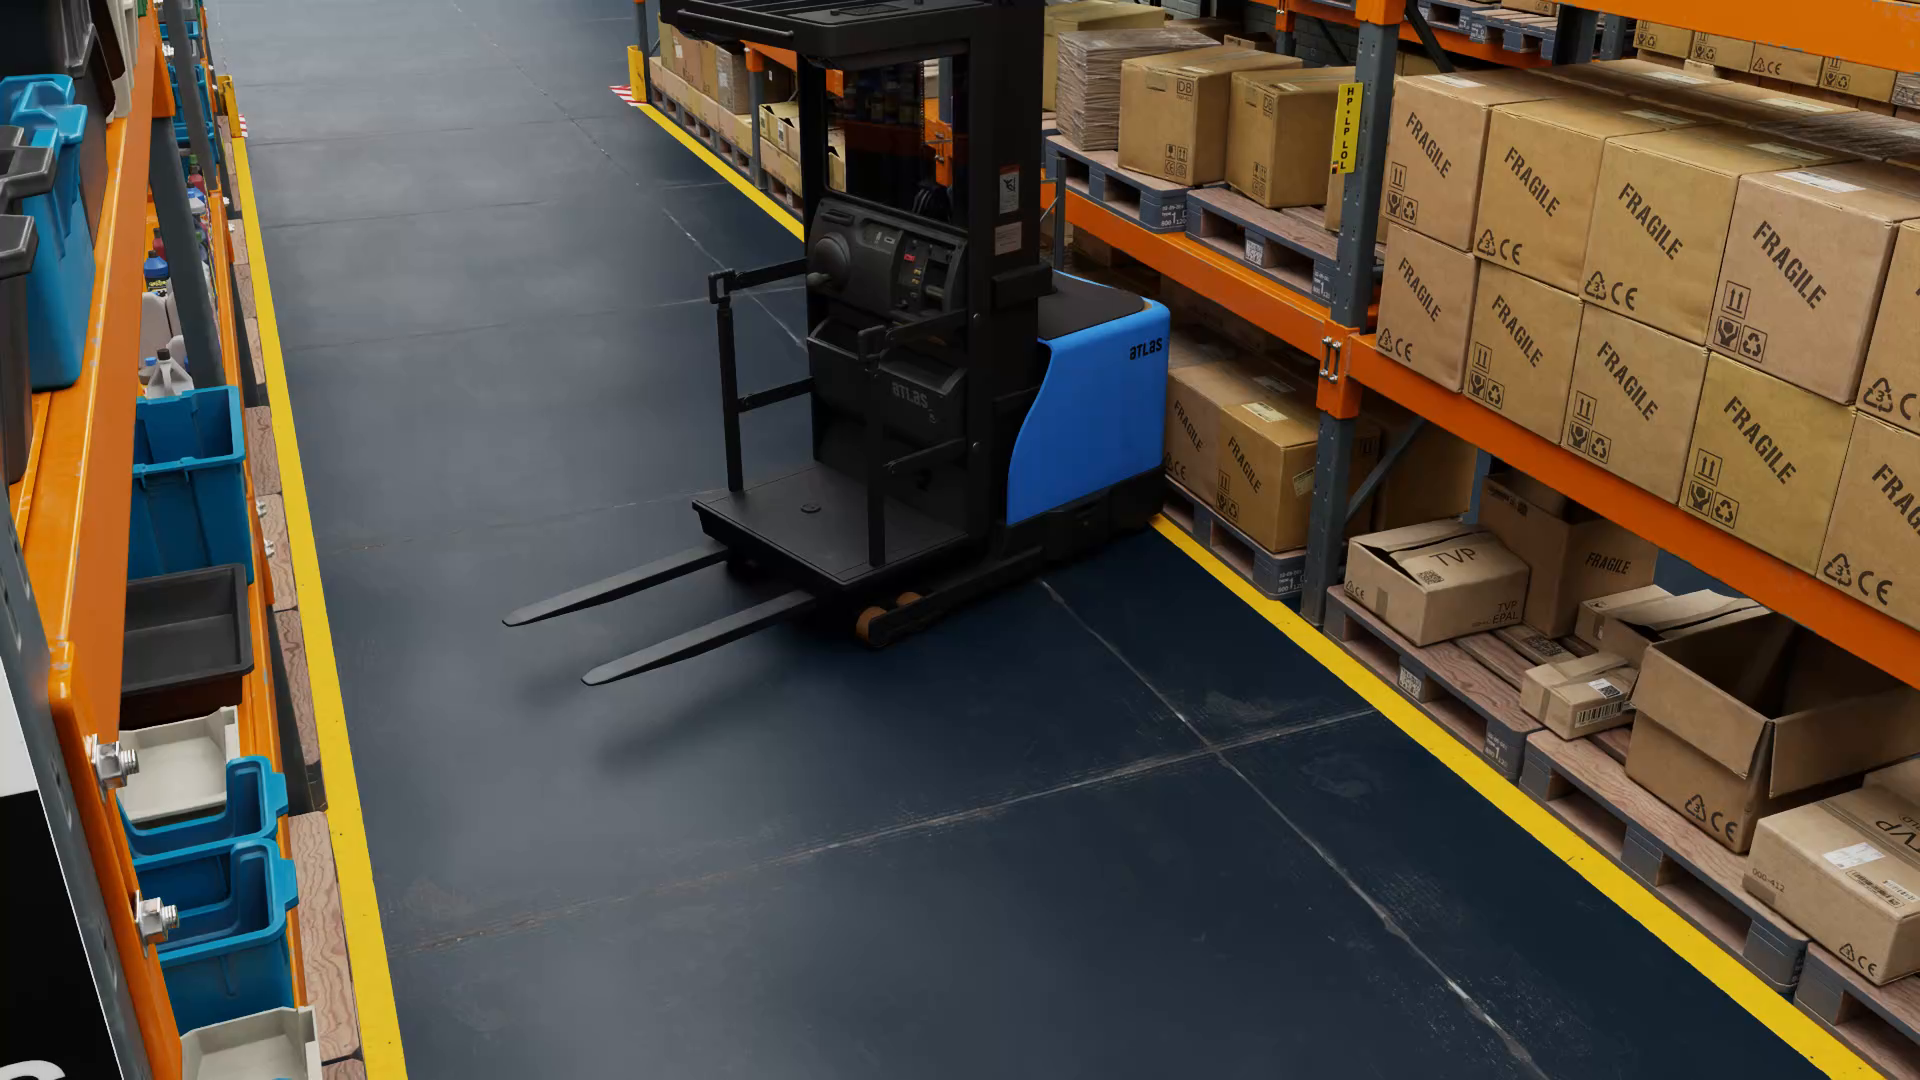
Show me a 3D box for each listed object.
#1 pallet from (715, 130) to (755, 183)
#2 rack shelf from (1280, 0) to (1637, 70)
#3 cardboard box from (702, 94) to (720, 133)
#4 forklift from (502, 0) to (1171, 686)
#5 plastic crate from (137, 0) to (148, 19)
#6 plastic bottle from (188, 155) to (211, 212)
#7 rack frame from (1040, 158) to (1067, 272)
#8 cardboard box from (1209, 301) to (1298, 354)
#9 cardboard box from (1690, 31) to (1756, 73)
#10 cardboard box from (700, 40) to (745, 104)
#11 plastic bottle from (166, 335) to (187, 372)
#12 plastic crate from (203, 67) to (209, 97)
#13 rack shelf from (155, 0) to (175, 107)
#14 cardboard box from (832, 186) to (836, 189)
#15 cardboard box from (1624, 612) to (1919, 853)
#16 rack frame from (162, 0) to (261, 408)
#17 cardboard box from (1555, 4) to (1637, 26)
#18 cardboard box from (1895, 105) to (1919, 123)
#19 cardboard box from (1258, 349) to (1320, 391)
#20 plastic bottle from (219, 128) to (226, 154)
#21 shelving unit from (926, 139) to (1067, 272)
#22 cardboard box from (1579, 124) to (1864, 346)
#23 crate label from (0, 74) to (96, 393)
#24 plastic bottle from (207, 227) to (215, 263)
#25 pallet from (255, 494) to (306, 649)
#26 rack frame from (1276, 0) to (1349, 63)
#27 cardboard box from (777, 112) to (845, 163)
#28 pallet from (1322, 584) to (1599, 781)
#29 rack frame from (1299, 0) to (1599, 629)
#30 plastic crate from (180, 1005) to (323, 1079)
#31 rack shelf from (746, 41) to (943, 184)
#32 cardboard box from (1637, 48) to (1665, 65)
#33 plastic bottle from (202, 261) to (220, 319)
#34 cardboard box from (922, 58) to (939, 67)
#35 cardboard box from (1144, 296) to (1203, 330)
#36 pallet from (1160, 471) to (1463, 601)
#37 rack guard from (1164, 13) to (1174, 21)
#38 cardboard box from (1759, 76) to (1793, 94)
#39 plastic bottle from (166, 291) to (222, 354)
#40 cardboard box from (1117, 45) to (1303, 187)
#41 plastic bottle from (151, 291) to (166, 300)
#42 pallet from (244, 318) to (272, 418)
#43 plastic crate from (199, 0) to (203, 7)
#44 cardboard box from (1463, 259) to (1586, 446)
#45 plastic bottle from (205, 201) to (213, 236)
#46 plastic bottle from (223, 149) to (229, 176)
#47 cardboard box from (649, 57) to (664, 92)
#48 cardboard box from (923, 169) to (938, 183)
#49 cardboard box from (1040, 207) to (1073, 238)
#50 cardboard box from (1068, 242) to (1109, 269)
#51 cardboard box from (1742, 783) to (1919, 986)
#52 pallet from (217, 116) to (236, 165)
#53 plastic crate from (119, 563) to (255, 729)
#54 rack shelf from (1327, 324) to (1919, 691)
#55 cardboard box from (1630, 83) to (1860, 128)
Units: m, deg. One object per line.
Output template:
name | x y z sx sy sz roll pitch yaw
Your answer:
pallet | -1.477 -3.389 14.451 1.003 0.211 1.213 -11 28 -21
rack shelf | 4.135 -4.036 13.417 1.077 0.370 4.000 -11 28 -21
cardboard box | -1.983 -3.820 14.810 0.500 0.250 0.500 -11 28 -21
forklift | -0.468 -1.133 6.729 3.031 2.935 1.130 -22 33 -37
plastic crate | -2.187 -1.368 3.957 0.450 0.188 0.662 -11 28 -21
plastic bottle | -3.646 -1.707 7.961 0.061 0.283 0.133 -11 28 -21
rack frame | 0.287 -1.158 8.413 0.500 1.500 0.032 -11 28 -21
cardboard box | 1.572 -1.137 8.152 0.500 0.250 0.500 -11 28 -20
cardboard box | 5.070 -3.286 10.586 0.500 0.500 0.500 -10 28 -19
cardboard box | -1.972 -4.159 14.650 0.500 0.500 0.500 -11 28 -21
plastic bottle | -2.605 -0.579 5.659 0.152 0.276 0.135 -11 28 -21
plastic crate | -4.822 -2.715 10.133 0.450 0.188 0.662 -11 28 -21
rack shelf | -3.414 -2.067 5.965 1.077 0.370 4.000 -11 28 -21
cardboard box | -0.672 -2.441 11.986 0.500 0.250 0.500 -10 28 -20
cardboard box | 2.669 0.597 5.452 0.797 0.503 0.637 -11 28 -21
rack frame | -4.197 -1.850 8.119 1.000 3.000 0.127 -11 28 -21
cardboard box | 4.725 -3.982 11.872 0.700 0.500 0.500 -14 29 -27
cardboard box | 5.635 -2.441 9.595 0.380 0.149 0.250 -11 28 -22
cardboard box | 1.744 -0.609 7.927 0.500 0.500 0.500 -10 28 -20
plastic bottle | -6.134 -3.280 13.653 0.152 0.276 0.135 -10 28 -20
shelving unit | 0.091 -1.360 8.826 0.587 1.500 1.083 -11 28 -21
cardboard box | 2.257 -0.924 4.971 0.500 0.500 0.500 -11 28 -22
crate label | -1.128 -0.329 1.756 0.408 0.251 0.502 -11 28 -21
plastic bottle | -3.299 -1.292 7.203 0.097 0.201 0.097 0 26 0
pallet | -3.376 0.206 7.087 1.003 0.211 1.213 -11 28 -21
rack frame | 3.352 -5.167 14.913 1.000 3.000 0.127 -11 28 -21
cardboard box | -1.081 -3.106 12.710 0.500 0.311 0.500 -11 28 -21
pallet | 2.197 0.446 6.596 1.003 0.211 1.213 -11 28 -21
rack frame | 1.929 -1.084 6.552 1.000 3.000 0.127 -11 28 -21
plastic crate | -1.173 0.898 2.725 0.250 0.136 0.298 -11 28 -21
rack shelf | -0.421 -3.183 11.671 1.077 0.370 4.000 -11 28 -21
cardboard box | 4.834 -3.275 11.303 0.380 0.149 0.250 -11 28 -21
plastic bottle | -2.973 -0.988 6.500 0.097 0.271 0.097 0 26 0
cardboard box | -0.189 -3.091 10.949 0.380 0.149 0.250 -8 27 -17
cardboard box | 0.888 -0.917 8.557 0.500 0.500 0.500 -12 28 -22
pallet | 1.575 -0.153 7.823 1.003 0.211 1.213 -11 28 -21
rack guard | 1.815 -5.628 18.706 1.175 0.500 0.348 -11 28 -21
cardboard box | 5.273 -2.867 10.466 0.380 0.149 0.250 -10 28 -19
plastic bottle | -2.824 -0.805 6.122 0.152 0.276 0.135 -11 28 -21
cardboard box | 1.180 -2.021 7.877 0.700 0.500 0.500 -19 32 -33
plastic bottle | -3.022 -0.836 6.271 0.097 0.201 0.097 0 26 0
pallet | -4.465 -0.916 9.385 1.003 0.211 1.213 -11 28 -21
plastic crate | -6.610 -4.599 13.919 0.499 0.251 0.408 -11 28 -21
cardboard box | 2.081 -0.671 5.591 0.500 0.500 0.500 -10 28 -20
plastic bottle | -3.489 -1.488 7.606 0.097 0.201 0.097 0 26 0
plastic bottle | -5.798 -2.989 13.047 0.061 0.283 0.133 -9 28 -18
cardboard box | -2.766 -4.627 16.464 0.500 0.250 0.500 -11 28 -21
cardboard box | -0.279 -2.282 11.021 0.500 0.311 0.500 -11 28 -21
cardboard box | 0.427 -2.166 10.784 0.500 0.311 0.500 -10 28 -19
cardboard box | 0.944 -1.436 9.621 0.500 0.500 0.500 -9 28 -19
cardboard box | 2.711 1.002 4.910 0.500 0.250 0.500 -11 28 -21
pallet | -6.944 -3.475 14.626 1.003 0.211 1.213 -11 28 -21
plastic crate | -1.945 0.268 4.028 0.437 0.125 0.590 -11 28 -21
rack shelf | 2.712 0.046 5.056 1.077 0.370 4.000 -11 28 -21
cardboard box | 2.568 -1.213 5.561 0.500 0.500 0.500 -11 28 -22
